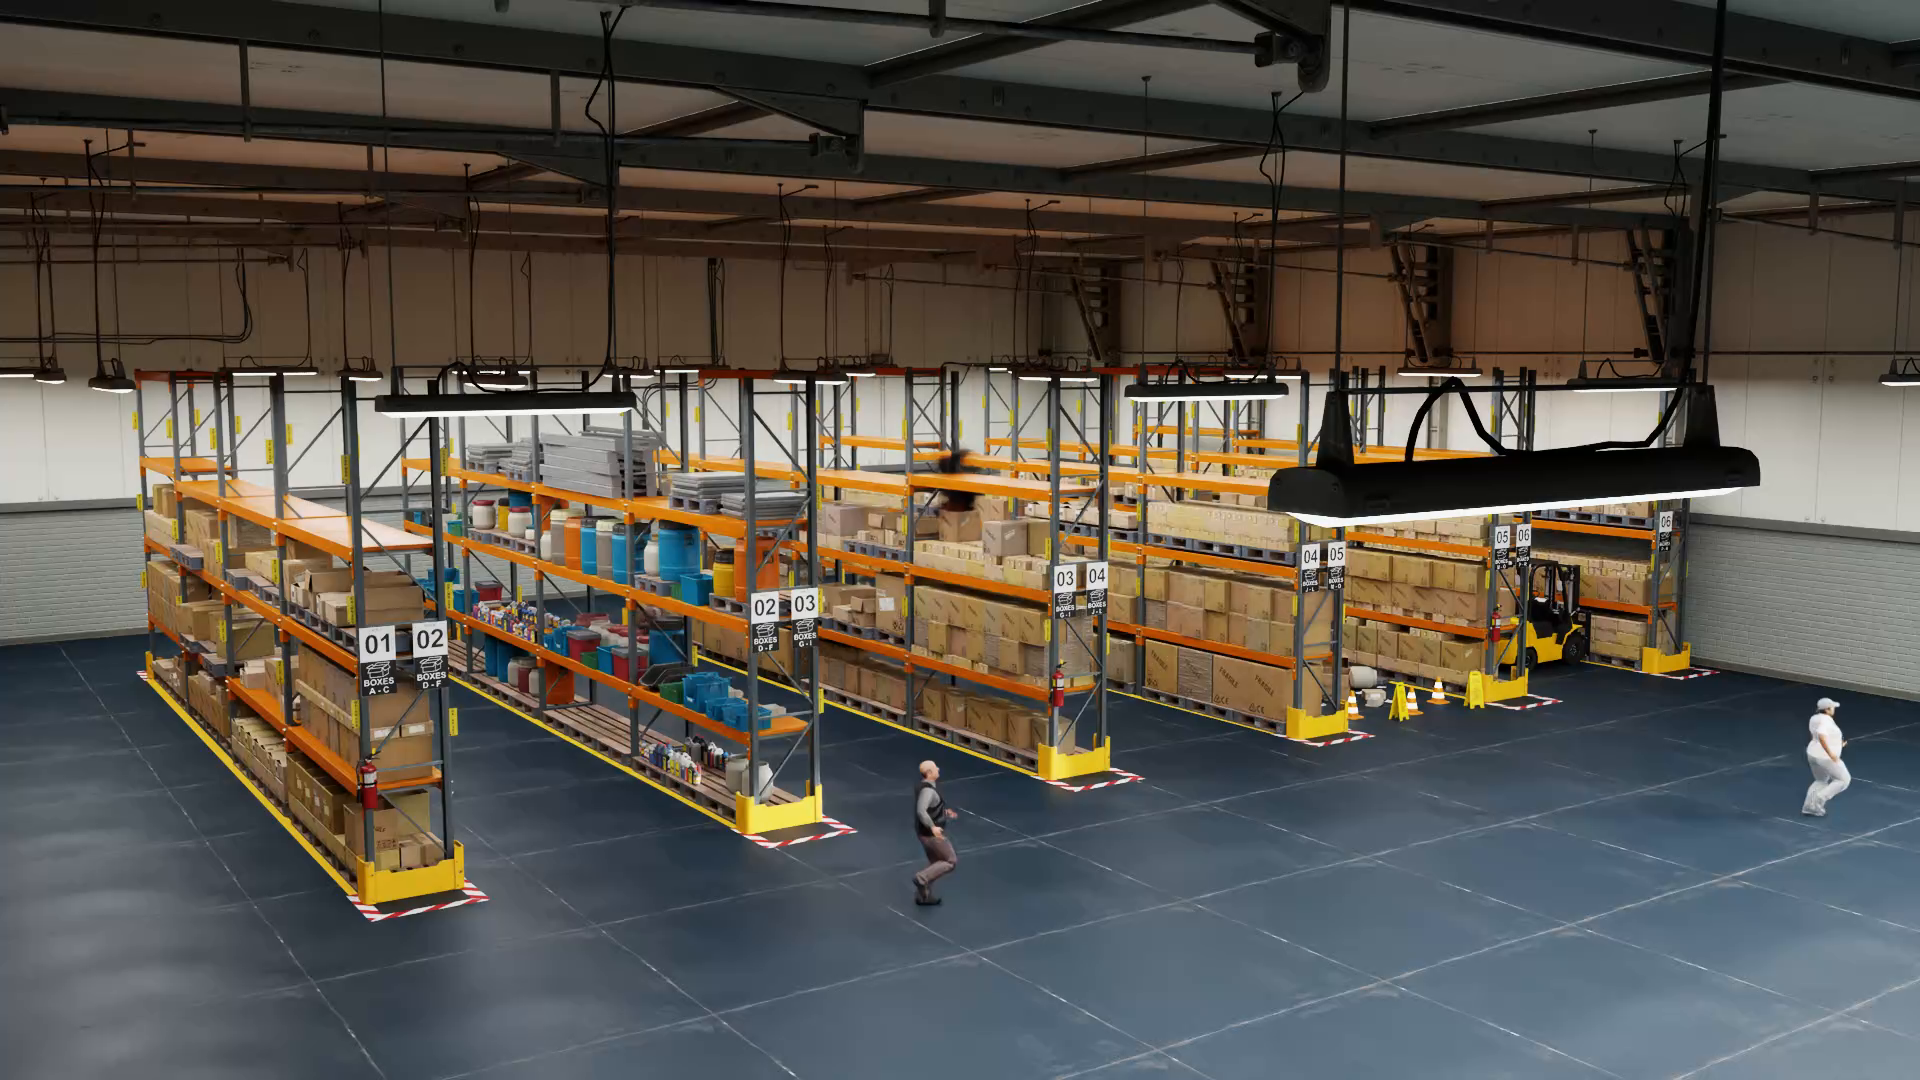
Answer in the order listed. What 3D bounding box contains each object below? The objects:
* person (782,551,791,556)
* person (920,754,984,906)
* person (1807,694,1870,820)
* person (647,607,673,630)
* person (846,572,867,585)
[{"bbox_3d":[-4.161,1.073,39.355,0.595,1.637,0.584,-2,7,-18],"label":"person"},{"bbox_3d":[-0.084,3.332,19.096,0.752,1.780,0.624,-1,7,-13],"label":"person"},{"bbox_3d":[12.027,2.954,22.680,0.748,1.729,0.579,0,6,-1],"label":"person"},{"bbox_3d":[-5.589,1.895,31.280,1.050,1.777,0.708,6,9,43],"label":"person"},{"bbox_3d":[-2.686,0.730,42.305,0.828,1.702,0.671,3,7,23],"label":"person"}]
